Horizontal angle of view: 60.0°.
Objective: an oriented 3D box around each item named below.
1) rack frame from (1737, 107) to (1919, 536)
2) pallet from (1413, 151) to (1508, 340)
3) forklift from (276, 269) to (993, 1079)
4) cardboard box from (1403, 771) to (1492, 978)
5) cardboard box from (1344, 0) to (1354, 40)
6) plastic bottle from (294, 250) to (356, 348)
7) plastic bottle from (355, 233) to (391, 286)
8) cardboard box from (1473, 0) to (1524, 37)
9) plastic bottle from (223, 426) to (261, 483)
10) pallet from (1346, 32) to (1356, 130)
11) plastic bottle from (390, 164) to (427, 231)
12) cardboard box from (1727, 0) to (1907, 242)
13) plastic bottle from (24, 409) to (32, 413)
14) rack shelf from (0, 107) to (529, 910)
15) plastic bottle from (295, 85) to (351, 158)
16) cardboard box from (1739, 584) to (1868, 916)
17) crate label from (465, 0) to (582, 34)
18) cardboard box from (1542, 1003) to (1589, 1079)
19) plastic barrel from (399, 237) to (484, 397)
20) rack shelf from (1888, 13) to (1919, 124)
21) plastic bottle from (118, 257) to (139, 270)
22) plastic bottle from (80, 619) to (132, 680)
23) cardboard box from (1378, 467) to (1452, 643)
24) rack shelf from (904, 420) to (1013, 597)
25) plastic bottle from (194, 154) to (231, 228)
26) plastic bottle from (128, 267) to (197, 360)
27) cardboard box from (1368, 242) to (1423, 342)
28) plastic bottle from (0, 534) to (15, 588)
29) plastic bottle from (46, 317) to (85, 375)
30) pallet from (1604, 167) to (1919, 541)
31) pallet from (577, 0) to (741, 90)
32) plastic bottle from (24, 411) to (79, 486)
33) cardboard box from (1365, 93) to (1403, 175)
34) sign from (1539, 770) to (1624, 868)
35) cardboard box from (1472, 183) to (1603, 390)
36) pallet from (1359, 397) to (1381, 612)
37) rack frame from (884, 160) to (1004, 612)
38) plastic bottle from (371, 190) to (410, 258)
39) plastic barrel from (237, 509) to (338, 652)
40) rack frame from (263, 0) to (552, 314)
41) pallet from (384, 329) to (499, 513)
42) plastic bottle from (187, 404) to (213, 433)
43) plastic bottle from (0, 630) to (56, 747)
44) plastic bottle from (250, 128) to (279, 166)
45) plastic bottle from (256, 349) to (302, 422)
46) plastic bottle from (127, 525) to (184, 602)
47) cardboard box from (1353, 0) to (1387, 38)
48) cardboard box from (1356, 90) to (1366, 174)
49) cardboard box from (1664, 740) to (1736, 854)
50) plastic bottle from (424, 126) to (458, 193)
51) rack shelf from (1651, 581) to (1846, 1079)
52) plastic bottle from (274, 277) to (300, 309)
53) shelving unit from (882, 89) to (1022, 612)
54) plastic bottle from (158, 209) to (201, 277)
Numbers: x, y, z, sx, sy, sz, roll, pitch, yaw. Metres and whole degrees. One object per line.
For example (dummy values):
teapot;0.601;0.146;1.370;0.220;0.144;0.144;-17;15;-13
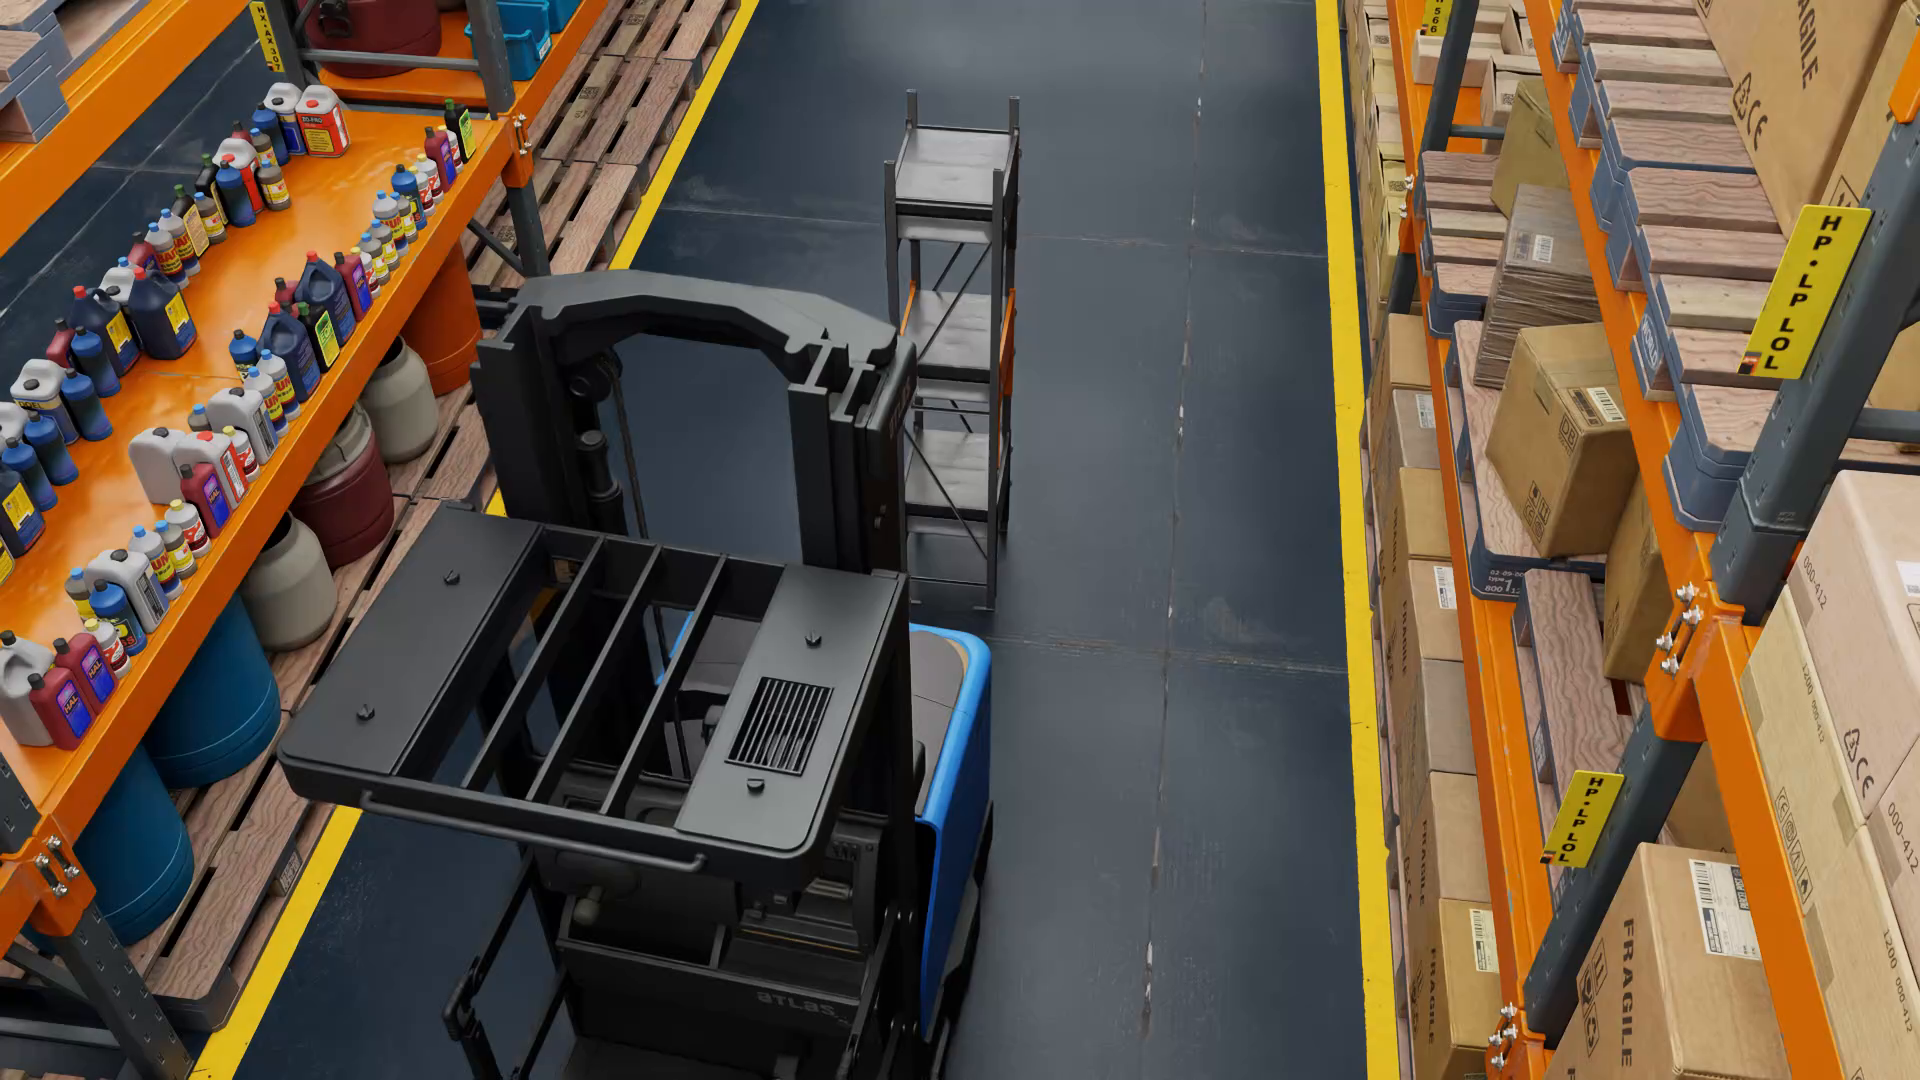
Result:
rack frame;1.896;-1.102;1.891;1.000;3.000;0.127;5;44;6
pallet;2.405;-1.111;6.404;1.213;0.211;1.003;5;44;6
forklift;-0.707;0.941;4.147;1.130;2.935;3.031;9;44;9
cardboard box;1.751;1.126;5.399;0.500;0.500;0.500;5;44;6
cardboard box;2.655;-3.277;10.246;0.500;0.250;0.500;4;44;5
plastic bottle;-2.329;-0.886;6.062;0.144;0.351;0.185;5;44;6
plastic bottle;-2.256;-1.083;6.379;0.097;0.201;0.097;0;43;0
cardboard box;2.538;-2.432;7.842;0.380;0.149;0.250;8;44;9
plastic bottle;-2.410;-0.292;5.544;0.097;0.201;0.097;0;43;0
pallet;2.895;-2.857;10.136;1.003;0.211;1.213;5;44;6
plastic bottle;-2.205;-1.374;6.635;0.097;0.271;0.097;0;43;0
cardboard box;2.102;-1.032;3.548;0.600;0.600;0.600;5;44;5
plastic bottle;-3.161;-0.368;5.624;0.097;0.201;0.097;0;43;0
rack shelf;-2.749;-0.478;6.119;1.077;0.370;4.000;5;44;6
plastic bottle;-2.711;-1.778;7.058;0.152;0.276;0.135;5;44;6
cardboard box;1.587;0.351;2.647;0.500;0.250;0.500;5;44;6
crate label;-2.085;-2.768;7.988;0.502;0.435;0.616;5;44;6
cardboard box;1.559;1.363;3.578;0.500;0.500;0.500;6;44;7
plastic barrel;-2.532;-1.132;7.559;0.600;0.830;0.708;5;44;6
rack shelf;2.161;-2.058;3.715;1.077;0.370;4.000;5;44;6
plastic bottle;-3.057;-0.926;6.162;0.097;0.271;0.097;0;43;0
plastic bottle;-2.527;0.314;4.904;0.097;0.201;0.097;0;43;0
cardboard box;1.947;0.081;6.503;0.500;0.500;0.500;5;44;5
rack shelf;-0.022;-0.131;6.922;0.431;0.518;0.480;5;44;6
plastic bottle;-2.986;-1.392;6.645;0.061;0.283;0.133;5;44;6
plastic bottle;-2.902;-0.843;6.017;0.144;0.351;0.185;5;44;6
cardboard box;2.253;-1.184;8.036;0.500;0.250;0.500;6;44;7
plastic bottle;-3.073;-0.001;5.128;0.144;0.351;0.185;5;44;6
plastic bottle;-3.133;-0.636;5.847;0.061;0.283;0.133;5;44;6
pallet;2.052;-0.382;3.449;1.213;0.211;1.003;5;44;6
pallet;-2.021;-3.277;10.580;1.003;0.211;1.213;5;44;6
plastic bottle;-3.023;-0.313;5.515;0.097;0.271;0.097;0;43;0
cardboard box;2.382;-2.085;8.579;0.500;0.311;0.500;5;44;5
sign;1.345;0.608;3.606;0.100;0.325;0.005;5;44;6
cardboard box;2.143;-0.793;5.550;0.700;0.500;0.500;13;45;13
pallet;2.289;-0.131;7.258;1.003;0.211;1.213;5;44;6
rack frame;-0.054;-0.483;6.255;0.400;2.100;0.015;5;44;6
plastic bottle;-2.230;-1.241;6.495;0.097;0.271;0.097;0;43;0
plastic barrel;-2.668;0.146;6.440;0.421;0.512;0.421;0;43;0
rack frame;-2.484;-2.102;7.311;1.000;3.000;0.127;5;44;6
pallet;-2.547;-0.549;7.698;1.003;0.211;1.213;5;44;6
plastic bottle;-2.547;-0.373;5.629;0.097;0.201;0.097;0;43;0
plastic bottle;-2.640;0.404;4.700;0.144;0.351;0.185;5;44;6
plastic bottle;-2.917;-1.622;6.948;0.097;0.201;0.097;0;43;0
plastic bottle;-2.366;-0.542;5.757;0.097;0.271;0.097;0;43;0
plastic bottle;-2.484;0.064;5.117;0.097;0.271;0.097;0;43;0
cardboard box;2.581;-3.134;9.686;0.500;0.311;0.500;5;44;5
cardboard box;2.452;-2.229;9.139;0.500;0.250;0.500;6;44;6
cardboard box;2.180;0.585;4.094;0.700;0.500;0.500;-8;44;-9
plastic bottle;-2.146;-1.588;6.853;0.061;0.283;0.133;5;44;6
rack shelf;1.632;1.612;1.730;1.077;0.370;4.000;5;44;6
plastic bottle;-2.434;-0.854;6.077;0.061;0.283;0.133;5;44;6
shelving unit;-0.022;-0.650;6.431;0.431;2.100;0.503;5;44;6
plastic bottle;-3.014;-1.150;6.399;0.097;0.271;0.097;0;43;0
